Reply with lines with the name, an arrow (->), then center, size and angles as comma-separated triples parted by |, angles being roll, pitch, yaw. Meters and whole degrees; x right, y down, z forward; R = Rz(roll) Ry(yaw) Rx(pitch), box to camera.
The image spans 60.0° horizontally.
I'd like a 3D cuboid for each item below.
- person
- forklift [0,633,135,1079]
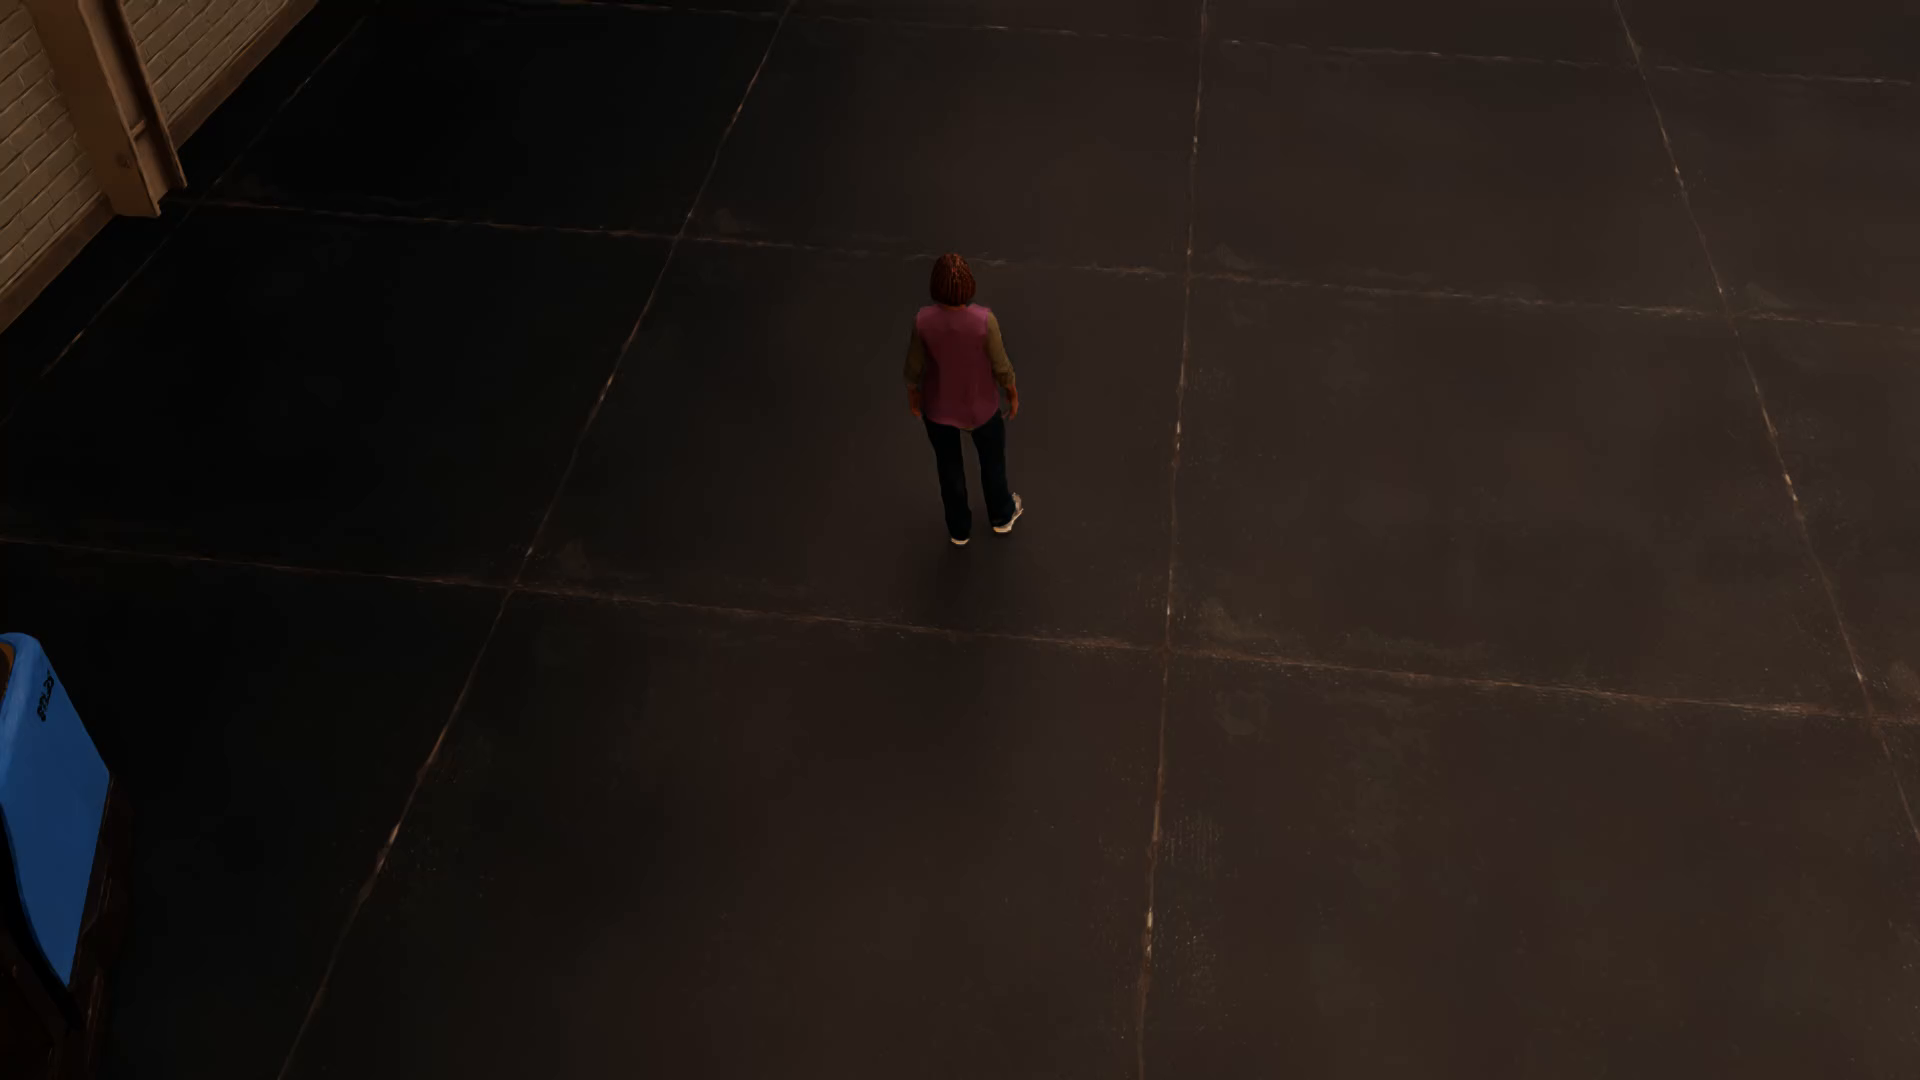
person -> 0.023, -0.642, 7.399 | 0.520, 1.597, 0.473 | 5, 43, 6
forklift -> -3.484, 1.074, 4.555 | 1.130, 2.935, 3.031 | -8, 43, -9
